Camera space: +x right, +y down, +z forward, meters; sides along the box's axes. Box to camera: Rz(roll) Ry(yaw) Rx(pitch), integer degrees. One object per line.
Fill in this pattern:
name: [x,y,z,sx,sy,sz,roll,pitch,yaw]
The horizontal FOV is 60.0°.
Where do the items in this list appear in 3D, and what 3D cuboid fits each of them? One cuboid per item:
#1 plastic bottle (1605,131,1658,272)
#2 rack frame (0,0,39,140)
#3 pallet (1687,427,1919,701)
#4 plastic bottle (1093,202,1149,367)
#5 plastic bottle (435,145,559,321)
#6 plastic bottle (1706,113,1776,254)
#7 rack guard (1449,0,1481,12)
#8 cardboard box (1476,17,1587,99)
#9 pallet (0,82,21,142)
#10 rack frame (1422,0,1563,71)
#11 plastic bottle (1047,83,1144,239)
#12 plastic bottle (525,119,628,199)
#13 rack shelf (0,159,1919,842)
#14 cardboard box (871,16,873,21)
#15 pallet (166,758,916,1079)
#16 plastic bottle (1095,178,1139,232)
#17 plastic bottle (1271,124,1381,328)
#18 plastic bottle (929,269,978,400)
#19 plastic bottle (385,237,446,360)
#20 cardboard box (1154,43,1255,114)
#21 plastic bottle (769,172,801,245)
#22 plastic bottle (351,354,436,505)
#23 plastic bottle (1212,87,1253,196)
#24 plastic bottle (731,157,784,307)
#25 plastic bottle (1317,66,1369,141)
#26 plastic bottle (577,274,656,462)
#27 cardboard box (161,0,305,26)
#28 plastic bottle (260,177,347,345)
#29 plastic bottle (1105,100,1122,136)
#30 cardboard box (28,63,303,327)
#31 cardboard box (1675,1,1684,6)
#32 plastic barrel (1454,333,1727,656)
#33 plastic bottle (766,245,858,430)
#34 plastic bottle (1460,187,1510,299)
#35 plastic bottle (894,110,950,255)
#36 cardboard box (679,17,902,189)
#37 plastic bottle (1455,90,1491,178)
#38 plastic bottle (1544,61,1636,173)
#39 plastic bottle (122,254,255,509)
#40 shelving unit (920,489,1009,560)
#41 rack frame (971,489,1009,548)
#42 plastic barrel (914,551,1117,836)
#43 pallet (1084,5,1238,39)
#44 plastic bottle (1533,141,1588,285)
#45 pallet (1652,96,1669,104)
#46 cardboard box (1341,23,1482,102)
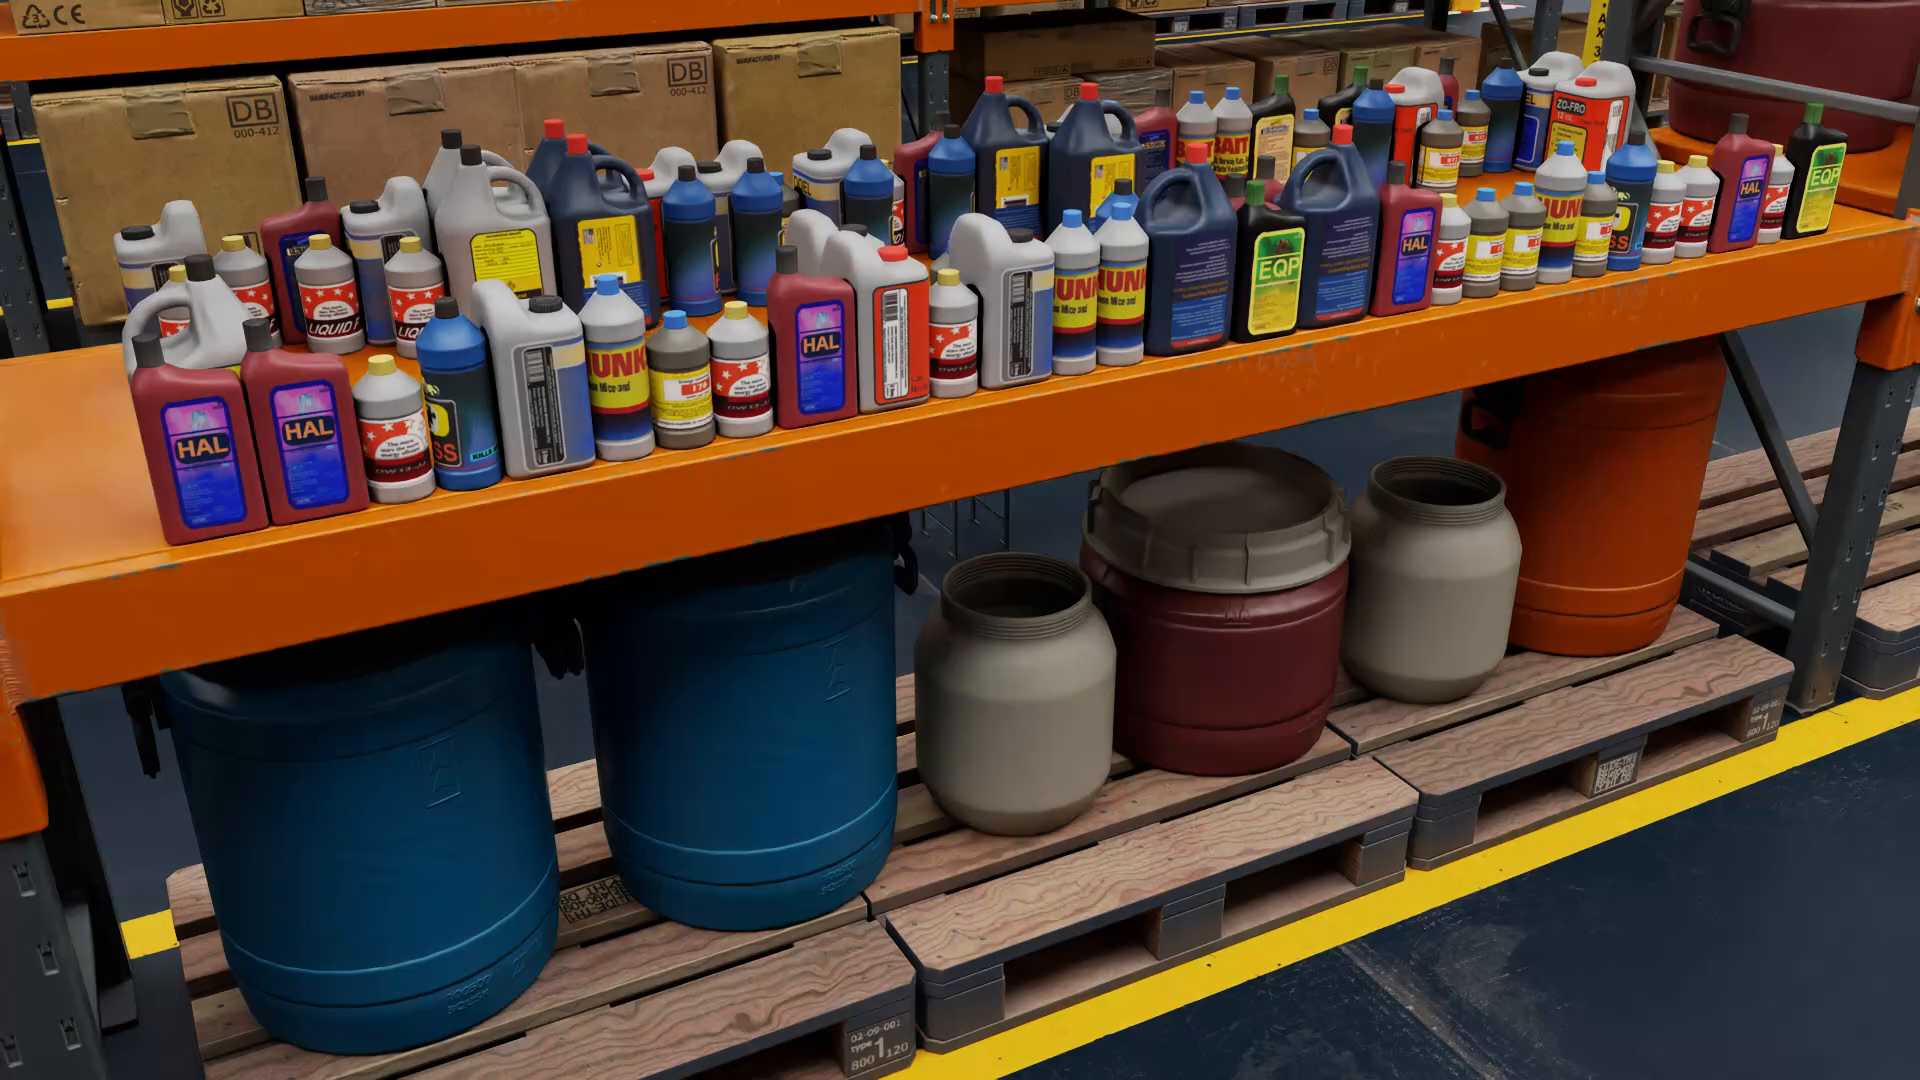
plastic bottle: [1.349,-0.689,3.369,0.097,0.271,0.097,0,26,0]
rack frame: [-6.114,-4.087,10.298,0.127,3.000,1.000,-13,29,-25]
pallet: [2.693,0.018,4.968,1.213,0.211,1.003,-13,29,-25]
plastic bottle: [0.272,-0.441,2.851,0.097,0.271,0.097,0,26,0]
plastic bottle: [-0.814,-0.516,2.916,0.185,0.351,0.144,-13,29,-25]
plastic bottle: [1.631,-0.751,3.483,0.133,0.283,0.061,-13,29,-25]
rack guard: [4.496,-5.410,15.939,0.348,0.500,1.175,-13,29,-25]
cardboard box: [3.562,-2.931,10.291,0.500,0.500,0.500,-14,29,-27]
pallet: [-6.690,-2.680,10.588,1.213,0.211,1.003,-13,29,-25]
rack frame: [3.190,-3.802,9.703,0.127,3.000,1.000,-13,29,-25]
plastic bottle: [0.281,-0.765,3.434,0.185,0.351,0.144,-13,29,-25]
plastic bottle: [-0.718,-0.609,3.109,0.185,0.351,0.144,-13,29,-25]
rack shelf: [0.226,-0.364,3.374,4.000,0.370,1.077,-13,29,-25]
cardboard box: [-1.235,-4.346,12.951,0.750,0.750,1.050,-13,28,-24]
pallet: [-0.838,0.835,3.268,1.213,0.211,1.003,-13,29,-25]
plastic bottle: [0.290,-0.516,3.007,0.097,0.271,0.097,0,26,0]
plastic bottle: [0.666,-0.579,3.047,0.185,0.351,0.144,-13,29,-25]
plastic bottle: [-0.019,-0.342,2.726,0.097,0.201,0.097,0,26,0]
plastic bottle: [-0.945,-0.426,2.901,0.097,0.201,0.097,0,26,0]
cardboard box: [1.223,-2.439,9.244,0.500,0.500,0.700,-11,28,-21]
plastic bottle: [-0.367,-0.634,3.334,0.097,0.201,0.097,0,26,0]
plastic bottle: [-0.803,-0.161,2.349,0.097,0.201,0.097,0,26,0]
plastic bottle: [0.612,-0.892,3.790,0.097,0.271,0.097,0,26,0]
plastic bottle: [-0.382,-0.587,3.157,0.097,0.271,0.097,0,26,0]
plastic bottle: [0.909,-0.974,3.949,0.133,0.283,0.061,-13,29,-25]
plastic bottle: [-0.513,-0.260,2.474,0.097,0.271,0.097,0,26,0]
cardboard box: [-2.902,-2.319,6.498,0.500,0.500,0.500,-13,29,-25]
plastic bottle: [-1.160,-0.497,2.954,0.133,0.283,0.061,-13,29,-25]
plastic bottle: [0.323,-0.825,3.651,0.097,0.271,0.097,0,26,0]
cardboard box: [-3.314,-1.542,6.966,0.875,0.875,1.225,-13,29,-25]
cardboard box: [5.088,-3.303,11.067,0.500,0.500,0.500,-10,27,-20]
plastic barrel: [1.567,-0.201,4.224,0.708,0.830,0.600,-13,29,-25]
plastic bottle: [-0.230,-0.321,2.588,0.133,0.283,0.061,-13,29,-25]
plastic bottle: [1.005,-0.578,3.219,0.097,0.201,0.097,0,26,0]
plastic bottle: [-0.069,-0.749,3.478,0.133,0.283,0.061,-13,29,-25]
cardboard box: [-0.958,-2.086,8.099,0.875,0.875,1.225,-14,29,-27]
plastic bottle: [1.256,-1.009,4.114,0.097,0.201,0.097,0,26,0]
plastic bottle: [1.529,-1.017,4.046,0.135,0.276,0.152,-13,29,-25]
plastic bottle: [-1.040,-0.215,2.289,0.185,0.351,0.144,-13,29,-25]
shelving unit: [0.013,-0.544,4.996,0.189,1.200,0.258,-13,29,-25]
rack frame: [0.094,-0.562,5.035,0.006,1.200,0.240,-13,29,-25]
plastic barrel: [0.115,0.322,3.503,0.421,0.512,0.421,0,26,0]
pallet: [1.653,-4.585,14.555,1.213,0.211,1.003,-13,29,-25]
plastic bottle: [1.177,-0.650,3.286,0.097,0.271,0.097,0,26,0]
pallet: [4.844,-2.945,11.141,1.213,0.211,1.003,-13,29,-25]
cardboard box: [2.638,-2.757,9.906,0.500,0.500,0.700,-15,30,-29]
